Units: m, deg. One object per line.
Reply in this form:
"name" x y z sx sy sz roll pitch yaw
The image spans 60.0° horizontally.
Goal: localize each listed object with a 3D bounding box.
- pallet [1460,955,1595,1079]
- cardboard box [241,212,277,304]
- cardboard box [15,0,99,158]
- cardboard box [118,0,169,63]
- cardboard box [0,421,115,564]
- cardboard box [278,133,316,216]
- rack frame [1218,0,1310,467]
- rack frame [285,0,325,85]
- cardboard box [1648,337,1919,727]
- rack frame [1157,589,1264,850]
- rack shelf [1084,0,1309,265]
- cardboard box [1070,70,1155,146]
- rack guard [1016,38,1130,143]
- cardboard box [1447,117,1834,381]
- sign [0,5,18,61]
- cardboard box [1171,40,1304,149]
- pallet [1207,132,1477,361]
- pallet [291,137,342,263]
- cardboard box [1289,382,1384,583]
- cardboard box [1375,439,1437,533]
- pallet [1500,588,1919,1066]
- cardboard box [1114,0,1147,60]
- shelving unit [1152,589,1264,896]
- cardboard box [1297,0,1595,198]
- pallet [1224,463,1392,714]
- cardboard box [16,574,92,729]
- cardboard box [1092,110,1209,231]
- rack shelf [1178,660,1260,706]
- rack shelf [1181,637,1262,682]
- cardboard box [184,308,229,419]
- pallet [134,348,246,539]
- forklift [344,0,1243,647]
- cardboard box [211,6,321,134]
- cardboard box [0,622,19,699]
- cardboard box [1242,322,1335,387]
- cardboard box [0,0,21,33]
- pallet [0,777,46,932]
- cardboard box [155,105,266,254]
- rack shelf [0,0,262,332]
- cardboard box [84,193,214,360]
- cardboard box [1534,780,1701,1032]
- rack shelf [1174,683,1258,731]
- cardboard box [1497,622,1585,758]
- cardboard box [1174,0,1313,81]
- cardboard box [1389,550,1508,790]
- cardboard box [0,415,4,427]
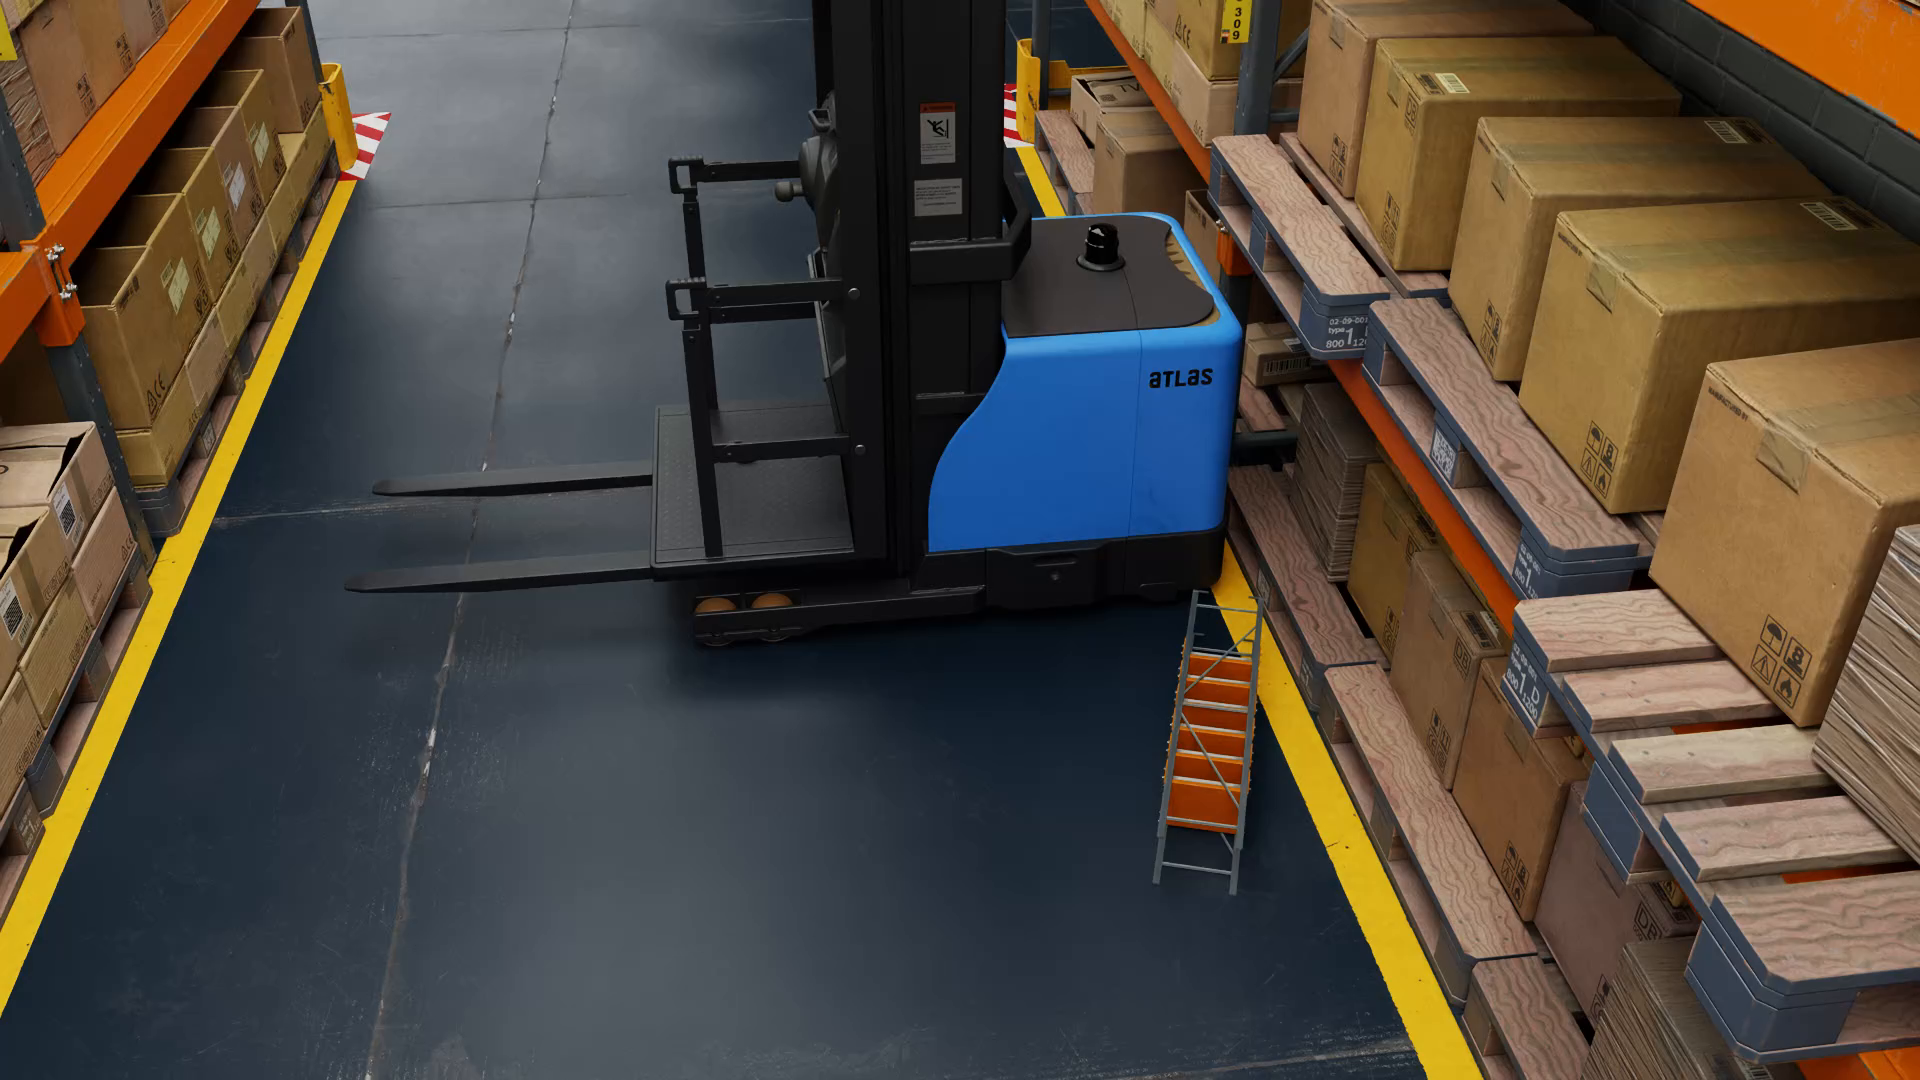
"pallet" 1.888 1.470 3.905 1.003 0.211 1.213 -4 35 -6
"cardboard box" -3.414 -1.257 7.500 0.500 0.250 0.500 -4 35 -6
"cardboard box" -3.598 -1.683 5.968 0.700 0.500 0.500 -5 35 -7
"cardboard box" -3.732 -2.249 6.798 0.700 0.500 0.500 -3 34 -5
"cardboard box" -3.116 -0.166 5.400 0.500 0.311 0.500 -4 35 -6
"cardboard box" -3.549 -1.815 8.319 0.500 0.250 0.500 -4 35 -6
"rack frame" 1.453 -1.478 5.755 1.000 3.000 0.127 -4 35 -6
"rack frame" -3.993 -3.333 8.477 1.000 3.000 0.127 -4 35 -6
"cardboard box" 1.816 -0.041 3.166 0.700 0.500 0.500 -8 35 -11
"rack frame" 0.791 0.518 5.154 0.240 0.006 1.200 7 35 9
"rack shelf" 1.184 -2.297 7.596 1.077 0.370 4.000 -4 35 -6
"cardboard box" 0.919 -2.388 9.088 0.500 0.311 0.500 -8 35 -12
"rack guard" 0.926 -2.635 9.673 1.175 0.500 0.348 -4 35 -6
"cardboard box" 1.676 -0.737 4.189 0.700 0.500 0.500 0 34 0
"sign" -2.919 -1.593 4.966 0.100 0.325 0.005 -4 35 -6
"cardboard box" 1.089 -1.666 6.146 0.500 0.250 0.500 -4 35 -6
"pallet" 1.412 -0.961 5.168 1.003 0.211 1.213 -4 35 -6
"pallet" -3.849 -1.757 8.641 1.003 0.211 1.213 -4 35 -6
"cardboard box" 1.569 -0.218 5.735 0.700 0.500 0.500 -3 34 -5
"cardboard box" 1.631 -0.282 5.163 0.500 0.250 0.500 -5 35 -7
"pallet" 1.790 0.444 3.106 1.213 0.211 1.003 -4 35 -6
"cardboard box" 0.948 -2.224 6.965 0.500 0.250 0.500 -5 35 -7
"shelving unit" 0.791 0.593 5.205 0.258 0.189 1.200 7 35 9
"cardboard box" 1.488 -1.415 5.183 0.700 0.500 0.500 -4 35 -6
"pallet" 1.559 0.108 5.903 1.003 0.211 1.213 -4 35 -6
"cardboard box" -3.046 0.354 5.136 0.500 0.250 0.500 -5 35 -7
"cardboard box" 1.045 -1.735 7.961 0.700 0.500 0.500 -6 35 -9
"rack shelf" 0.824 0.502 5.338 0.258 0.180 0.103 7 35 9
"rack shelf" 0.848 0.435 5.435 0.258 0.180 0.103 7 35 9
"cardboard box" -3.279 -0.699 6.681 0.500 0.250 0.500 -4 35 -6
"pallet" -3.520 -0.396 6.643 1.003 0.211 1.213 -4 35 -6
"forklift" -0.624 -1.163 5.354 3.031 2.935 1.130 -4 35 -6
"cardboard box" -3.626 -2.404 8.516 0.500 0.500 0.500 -4 35 -6
"cardboard box" -2.975 0.403 4.566 0.500 0.311 0.500 -4 35 -7
"cardboard box" 1.352 -0.785 6.864 0.380 0.166 0.250 -9 35 -13
"cardboard box" -3.333 -1.715 5.438 0.380 0.149 0.250 -4 34 -6
"pallet" -3.150 1.142 4.387 1.003 0.211 1.213 -4 35 -6
"cardboard box" -3.411 -1.567 7.289 0.500 0.500 0.500 -4 35 -6
"rack shelf" -3.724 -1.920 7.042 1.077 0.370 4.000 -4 35 -6
"cardboard box" -3.282 -1.009 6.470 0.500 0.500 0.500 -4 35 -6
"cardboard box" 1.889 0.911 4.079 0.700 0.500 0.500 -4 35 -6
"rack shelf" 0.800 0.568 5.241 0.258 0.180 0.103 7 35 9
"cardboard box" 1.754 0.288 4.327 0.500 0.250 0.500 -5 35 -7
"cardboard box" 1.083 -1.975 5.934 0.500 0.500 0.500 -4 35 -6
"cardboard box" 1.717 0.355 4.895 0.700 0.500 0.500 -4 34 -6
"cardboard box" -3.734 -0.380 6.213 0.500 0.250 0.500 -4 35 -6
